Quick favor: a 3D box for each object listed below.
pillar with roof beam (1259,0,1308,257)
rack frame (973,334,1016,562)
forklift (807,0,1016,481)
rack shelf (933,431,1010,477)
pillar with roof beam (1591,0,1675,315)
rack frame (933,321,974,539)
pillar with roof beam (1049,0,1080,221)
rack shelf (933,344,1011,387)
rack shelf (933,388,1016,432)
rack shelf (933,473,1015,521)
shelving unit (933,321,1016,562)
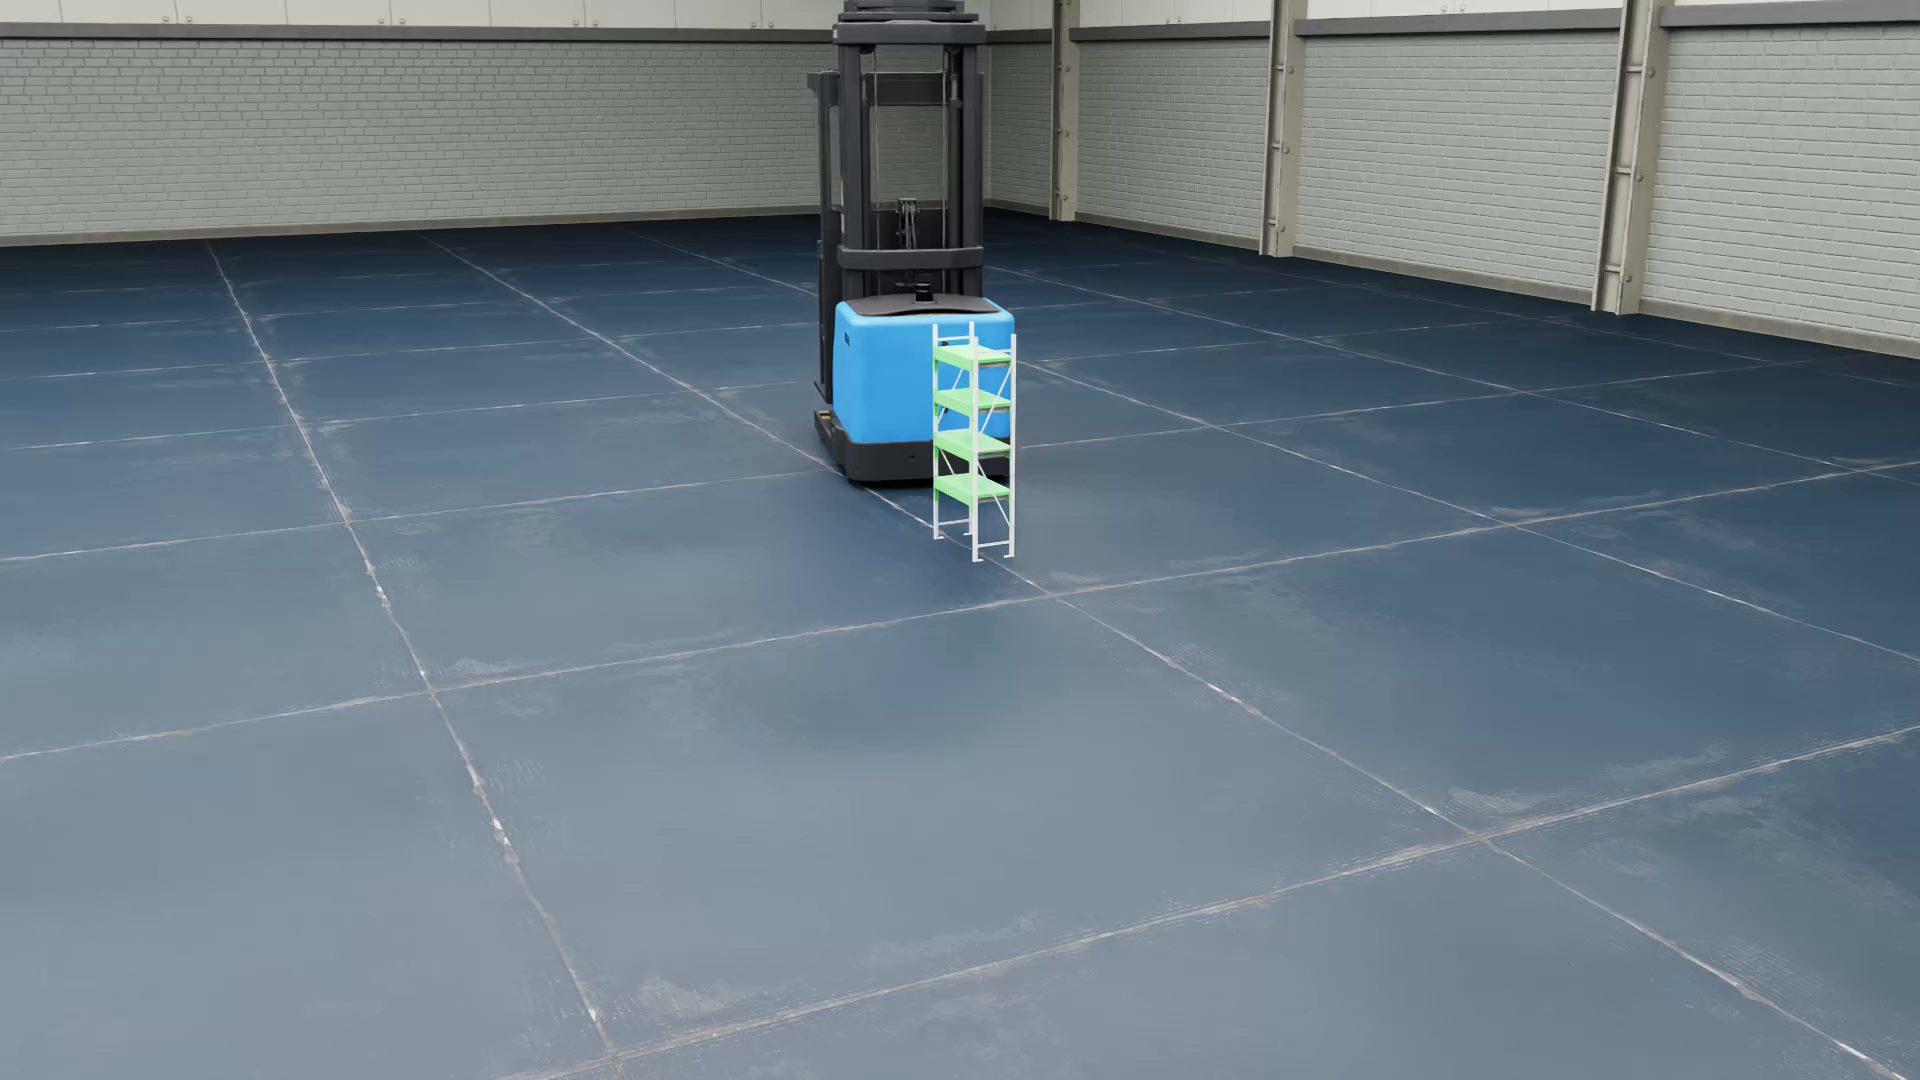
[{"bbox_3d":[0.496,-7.733,19.883,9.100,9.000,0.400,-8,18,-25],"label":"pillar with roof beam"},{"bbox_3d":[0.179,-0.475,8.731,0.240,1.200,0.015,-8,18,-25],"label":"rack frame"},{"bbox_3d":[-0.435,-2.134,11.373,1.130,2.935,3.031,-3,16,-11],"label":"forklift"},{"bbox_3d":[0.073,-0.474,8.960,0.258,0.148,0.480,-8,18,-25],"label":"rack shelf"},{"bbox_3d":[3.125,-6.245,14.699,9.100,9.000,0.400,-8,18,-25],"label":"pillar with roof beam"},{"bbox_3d":[-0.034,-0.596,9.153,0.240,1.200,0.015,-8,18,-25],"label":"rack frame"},{"bbox_3d":[-2.132,-9.221,25.068,9.100,9.000,0.400,-8,18,-25],"label":"pillar with roof beam"},{"bbox_3d":[0.073,-0.936,8.827,0.258,0.148,0.480,-8,18,-25],"label":"rack shelf"},{"bbox_3d":[0.073,-0.705,8.894,0.258,0.148,0.480,-8,18,-25],"label":"rack shelf"},{"bbox_3d":[0.073,-0.244,9.026,0.258,0.148,0.480,-8,18,-25],"label":"rack shelf"},{"bbox_3d":[0.073,-0.536,8.942,0.258,1.200,0.503,-8,18,-25],"label":"shelving unit"}]
